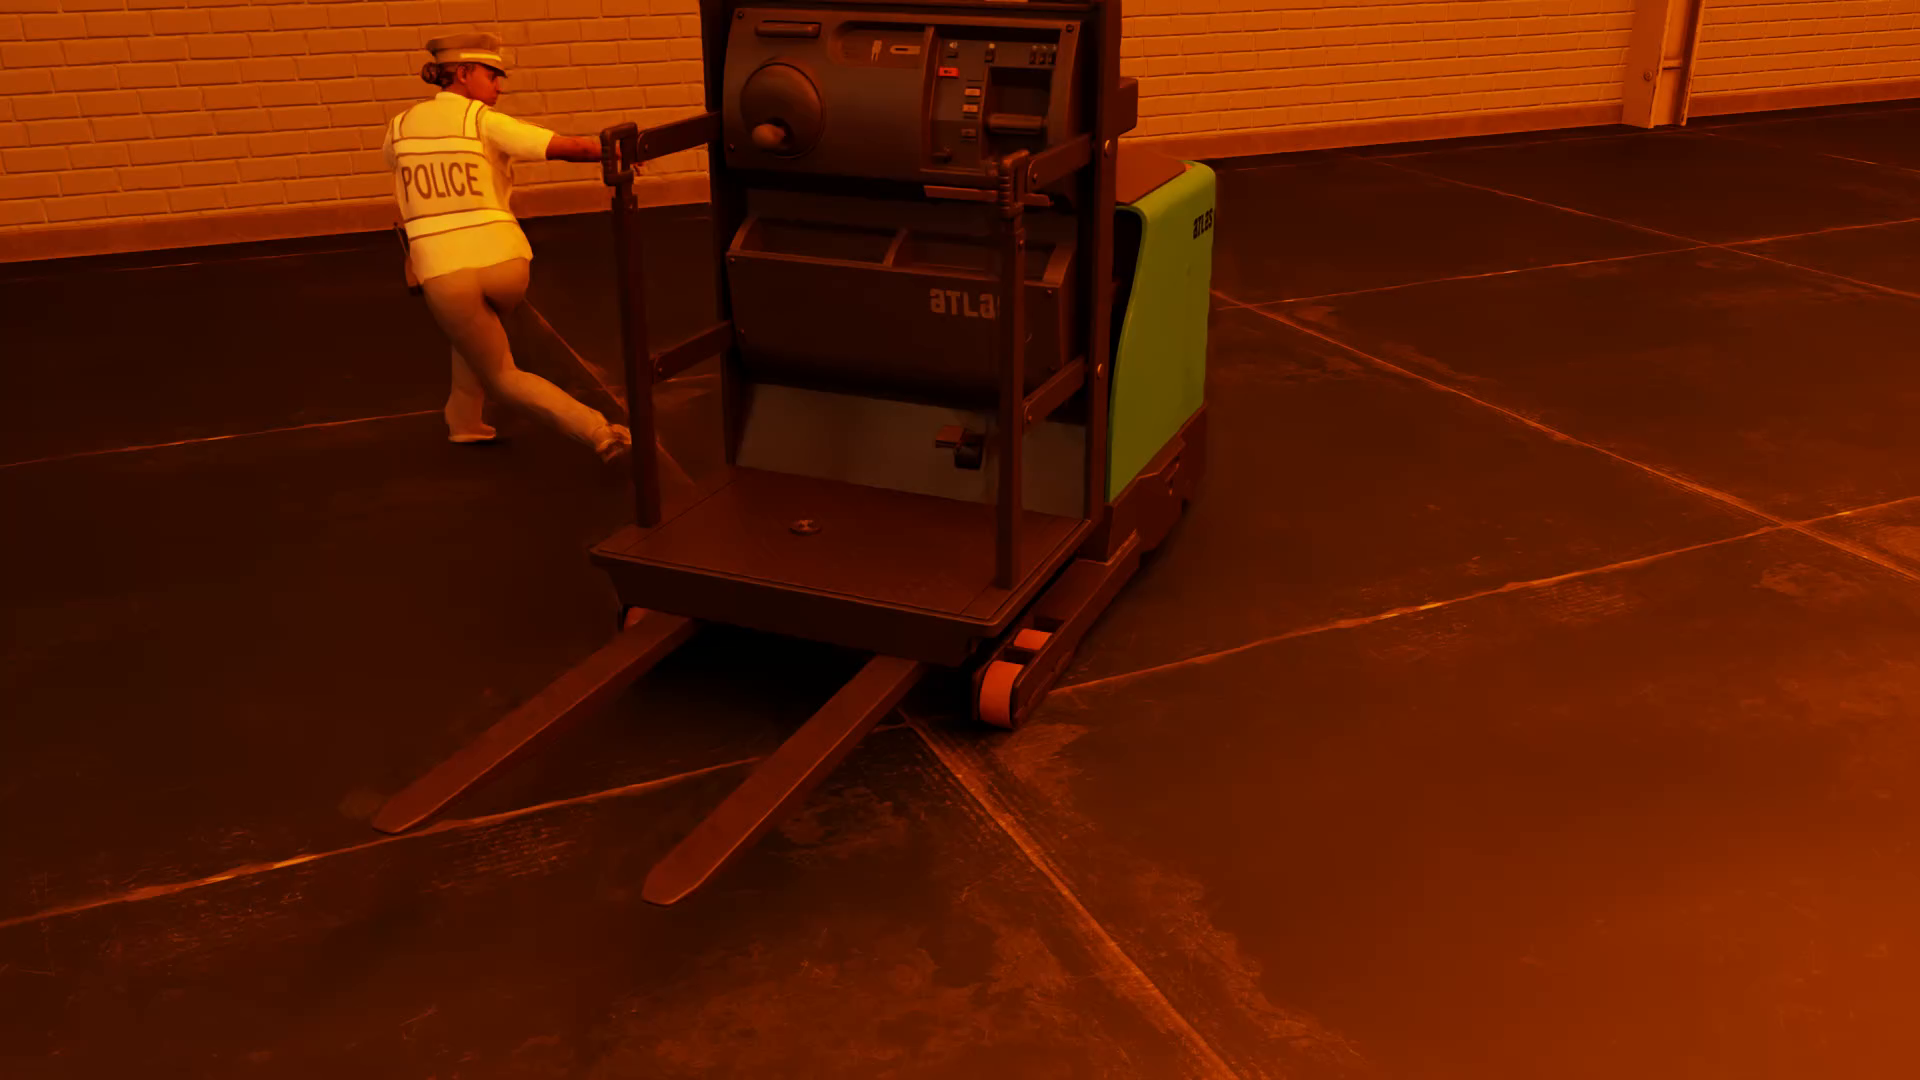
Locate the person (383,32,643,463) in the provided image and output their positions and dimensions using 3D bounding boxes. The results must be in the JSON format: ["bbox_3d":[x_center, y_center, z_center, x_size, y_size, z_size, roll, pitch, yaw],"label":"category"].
[{"bbox_3d":[-1.483,-0.982,5.668,0.827,1.460,1.088,-8,24,-18],"label":"person"}]

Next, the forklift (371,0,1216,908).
[{"bbox_3d":[-0.239,-1.081,3.888,1.130,2.935,3.031,9,24,21],"label":"forklift"}]
